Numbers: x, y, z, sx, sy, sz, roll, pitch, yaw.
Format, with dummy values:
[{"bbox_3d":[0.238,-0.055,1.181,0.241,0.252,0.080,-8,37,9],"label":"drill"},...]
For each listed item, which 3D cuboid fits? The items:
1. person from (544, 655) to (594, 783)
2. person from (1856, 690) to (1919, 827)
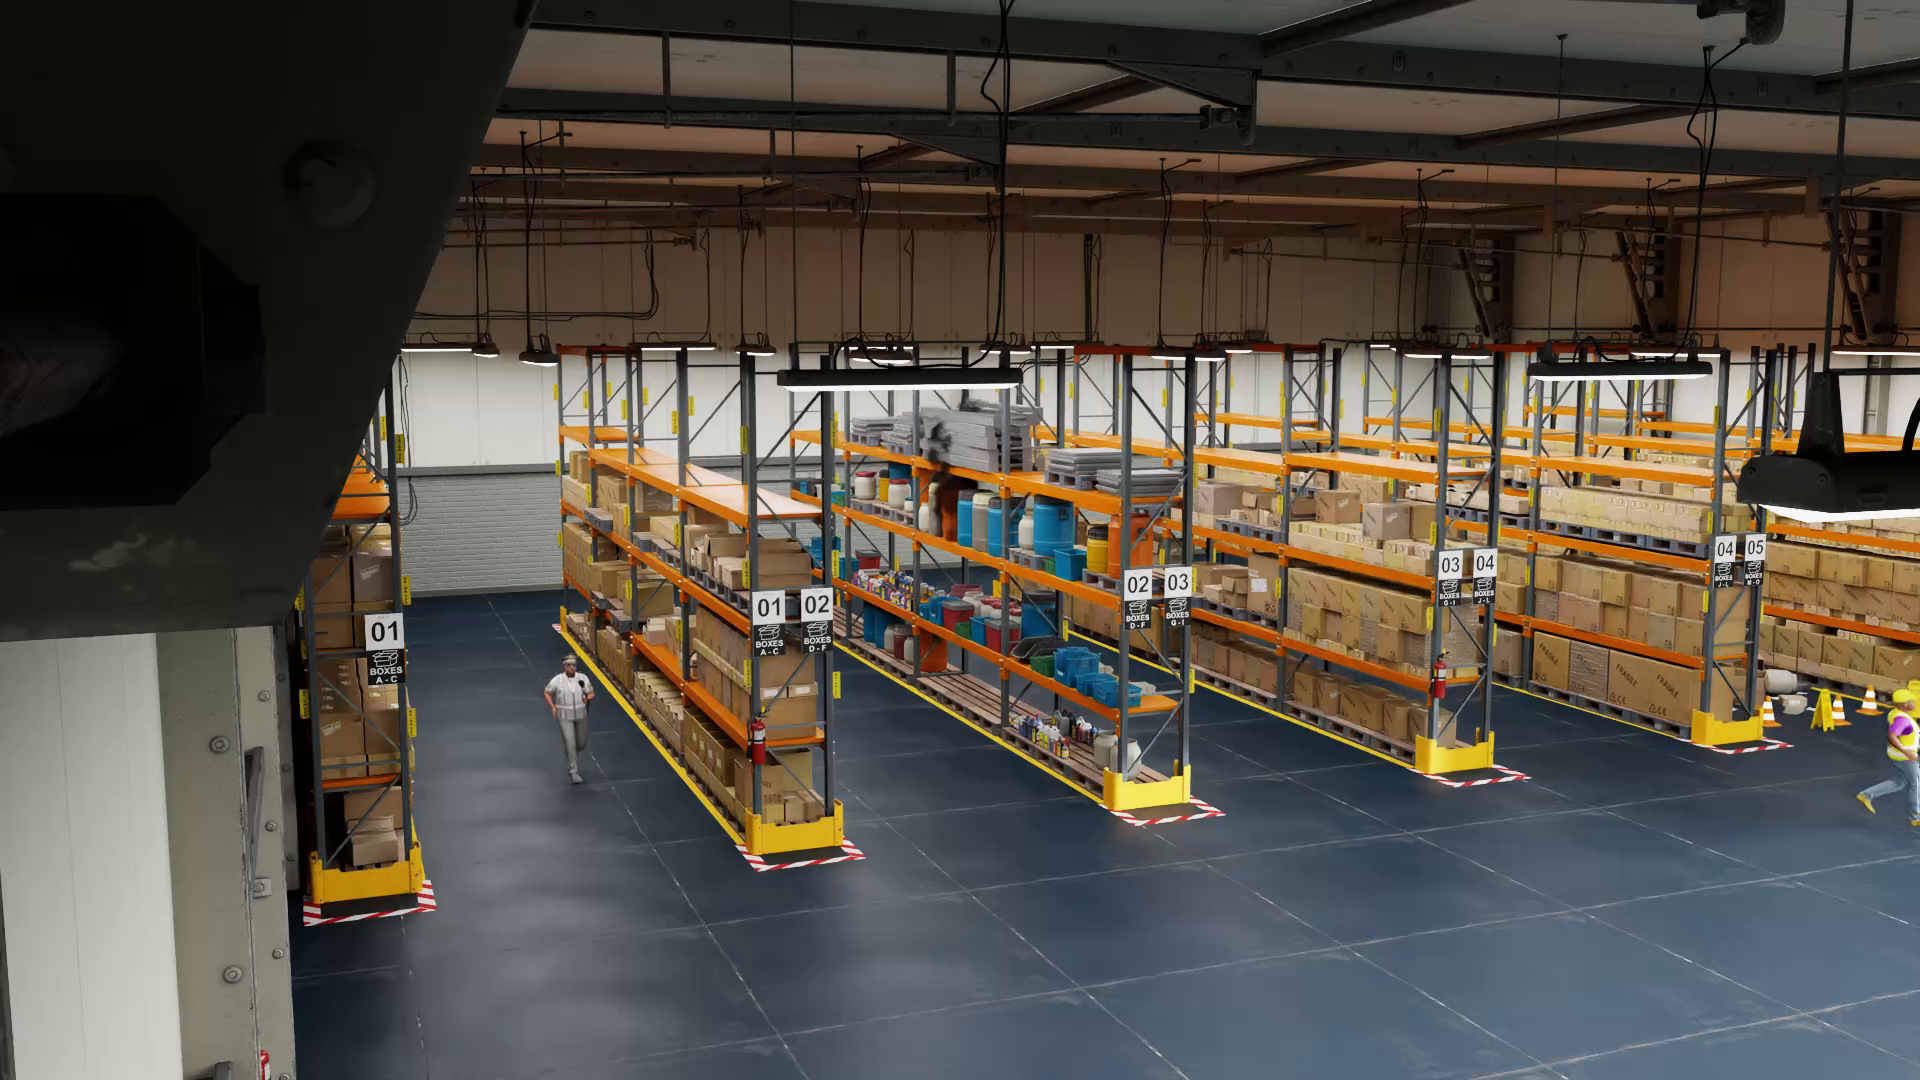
[{"bbox_3d":[-5.482,2.474,23.462,0.673,1.755,0.944,-4,8,-29],"label":"person"},{"bbox_3d":[12.014,2.769,21.230,0.931,1.747,0.713,2,8,17],"label":"person"}]
